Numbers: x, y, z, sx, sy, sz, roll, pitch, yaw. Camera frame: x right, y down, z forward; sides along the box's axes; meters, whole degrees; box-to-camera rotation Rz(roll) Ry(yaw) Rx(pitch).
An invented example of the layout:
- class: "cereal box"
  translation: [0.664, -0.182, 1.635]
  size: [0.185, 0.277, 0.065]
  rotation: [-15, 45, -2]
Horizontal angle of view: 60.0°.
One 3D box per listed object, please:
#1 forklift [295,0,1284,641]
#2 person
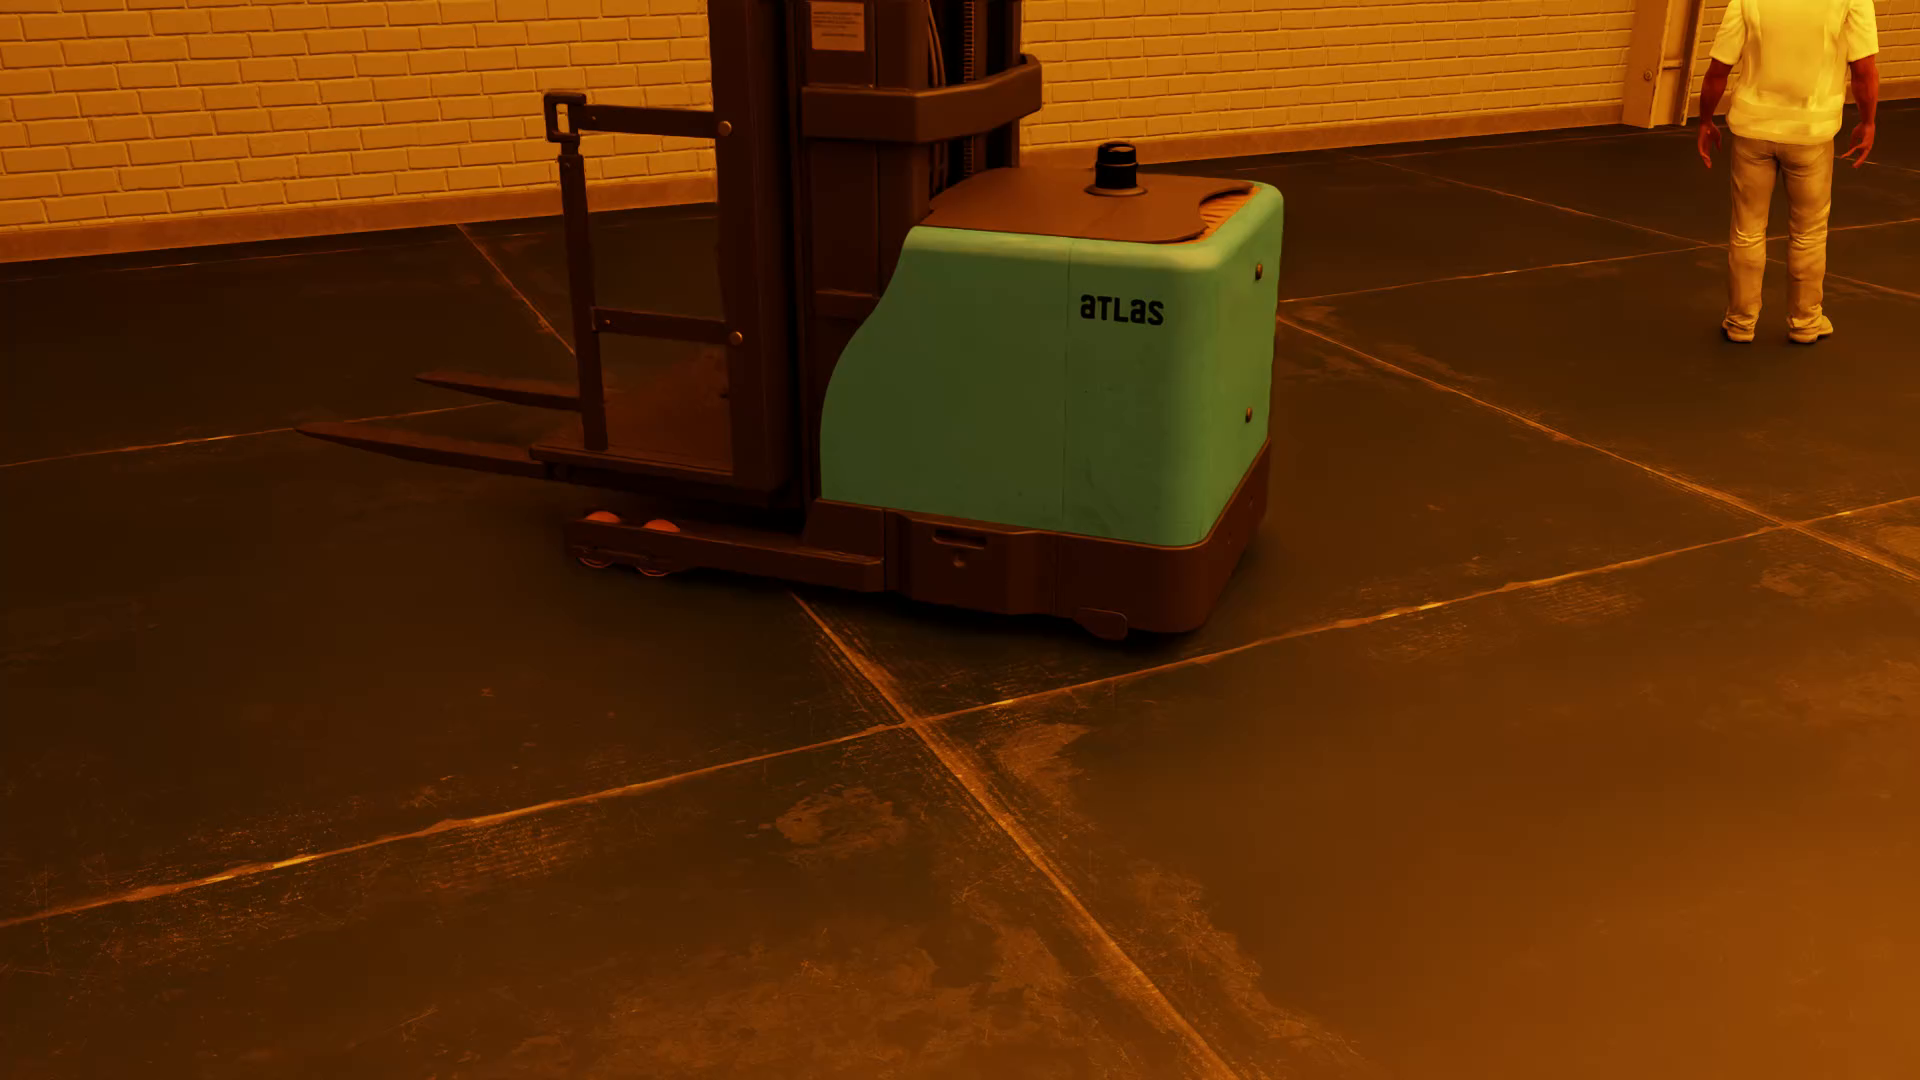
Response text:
- class: "forklift"
  translation: [-0.626, -1.424, 4.713]
  size: [3.031, 2.935, 1.130]
  rotation: [8, 24, 19]
- class: "person"
  translation: [3.418, -1.704, 6.887]
  size: [0.665, 1.767, 0.576]
  rotation: [13, 26, 28]
